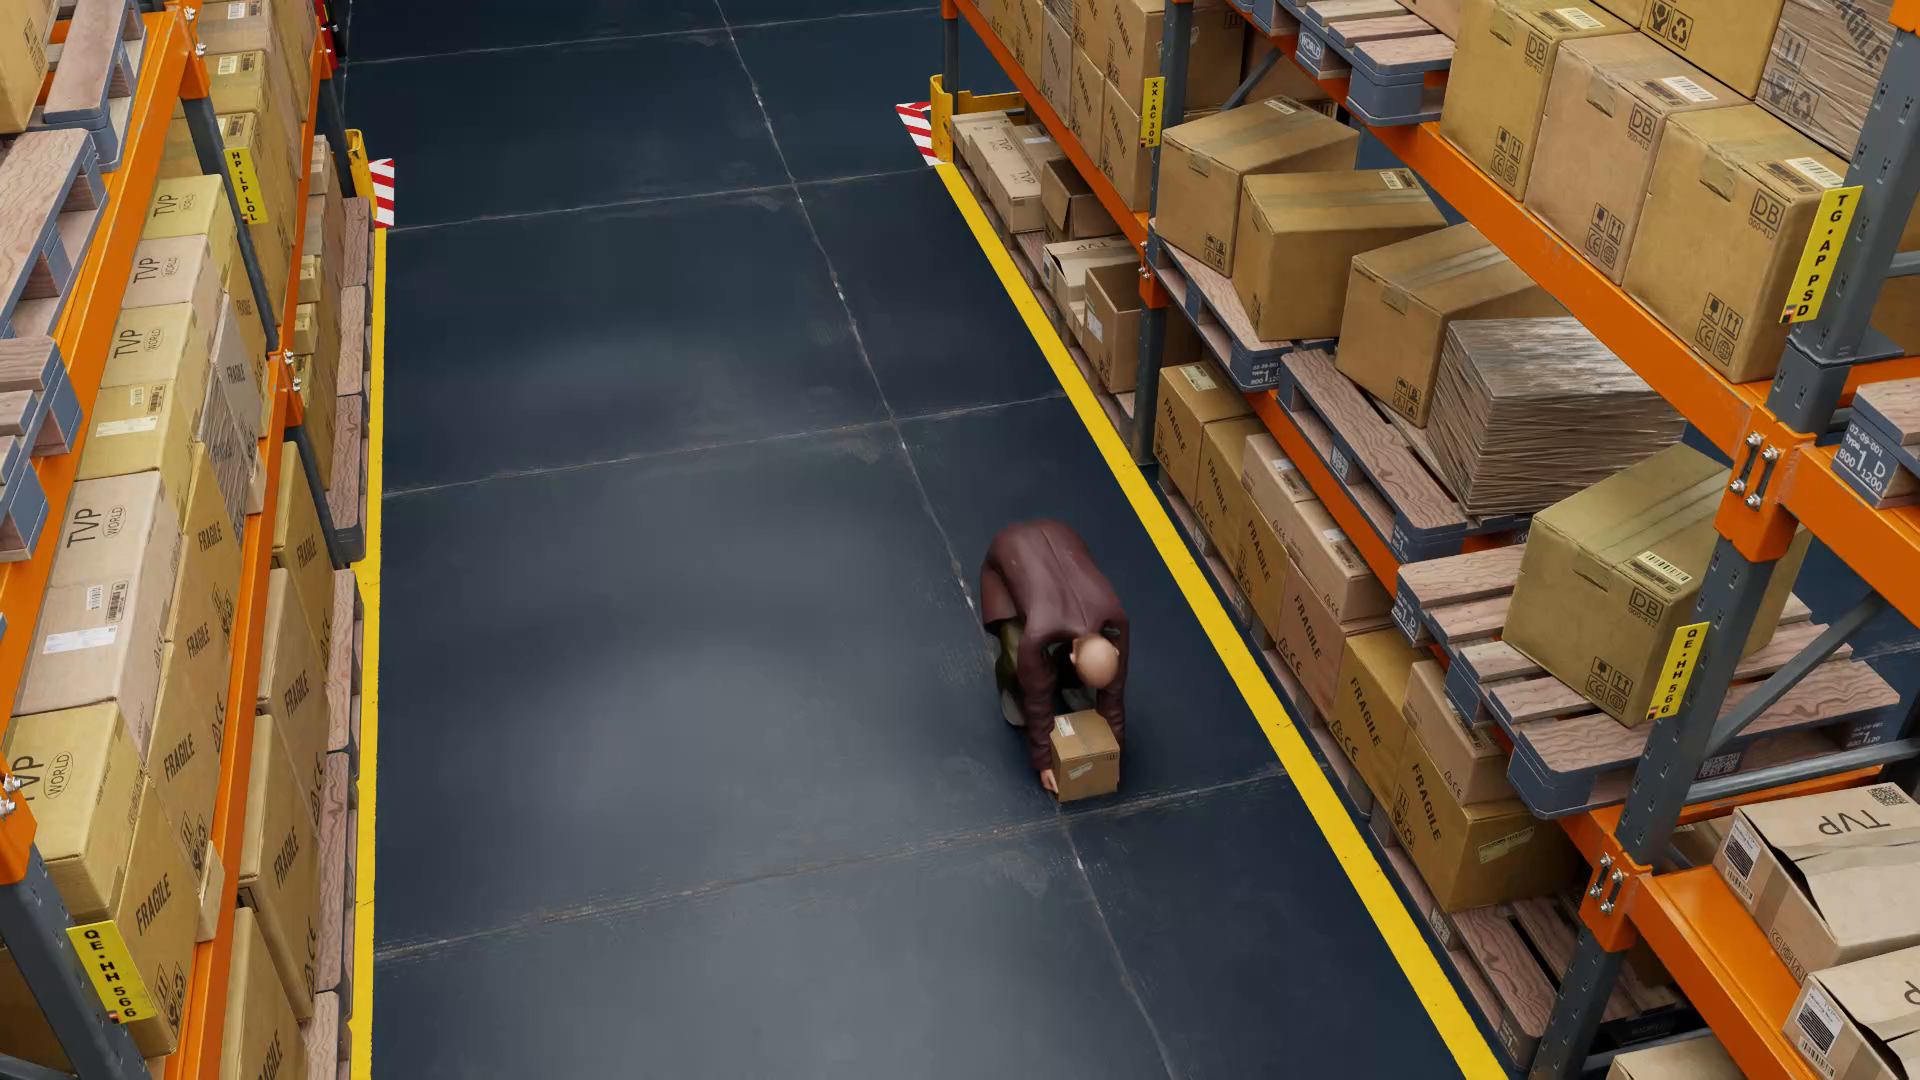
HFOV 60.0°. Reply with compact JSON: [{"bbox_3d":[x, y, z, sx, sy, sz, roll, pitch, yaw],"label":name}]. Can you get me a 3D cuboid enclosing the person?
[{"bbox_3d":[0.403,0.441,6.907,0.585,0.896,0.952,-11,39,-14],"label":"person"}]
